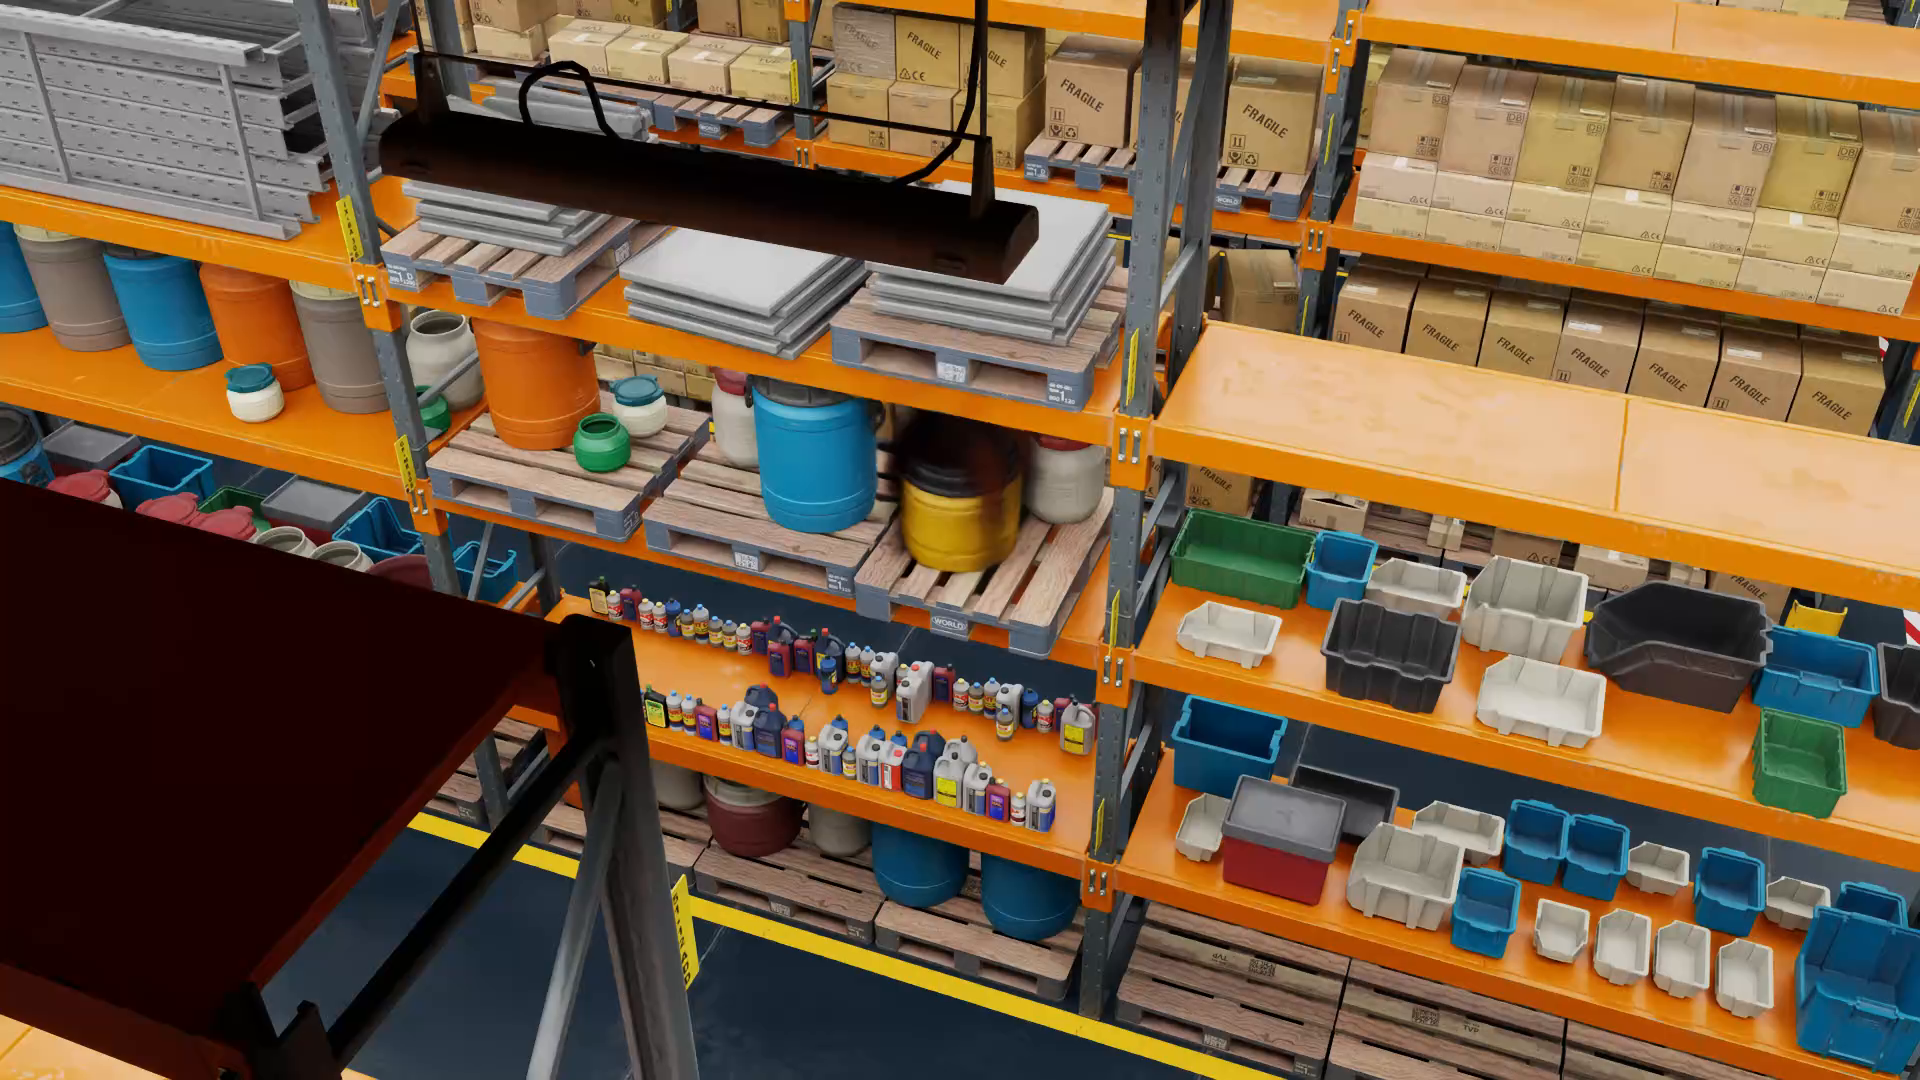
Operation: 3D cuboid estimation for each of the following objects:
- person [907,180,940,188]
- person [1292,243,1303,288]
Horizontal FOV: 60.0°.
[{"bbox_3d":[-0.356,-2.962,15.893,0.559,1.764,0.557,-27,44,-31],"label":"person"},{"bbox_3d":[2.907,-1.811,14.522,0.416,1.704,0.523,-13,38,-17],"label":"person"}]
